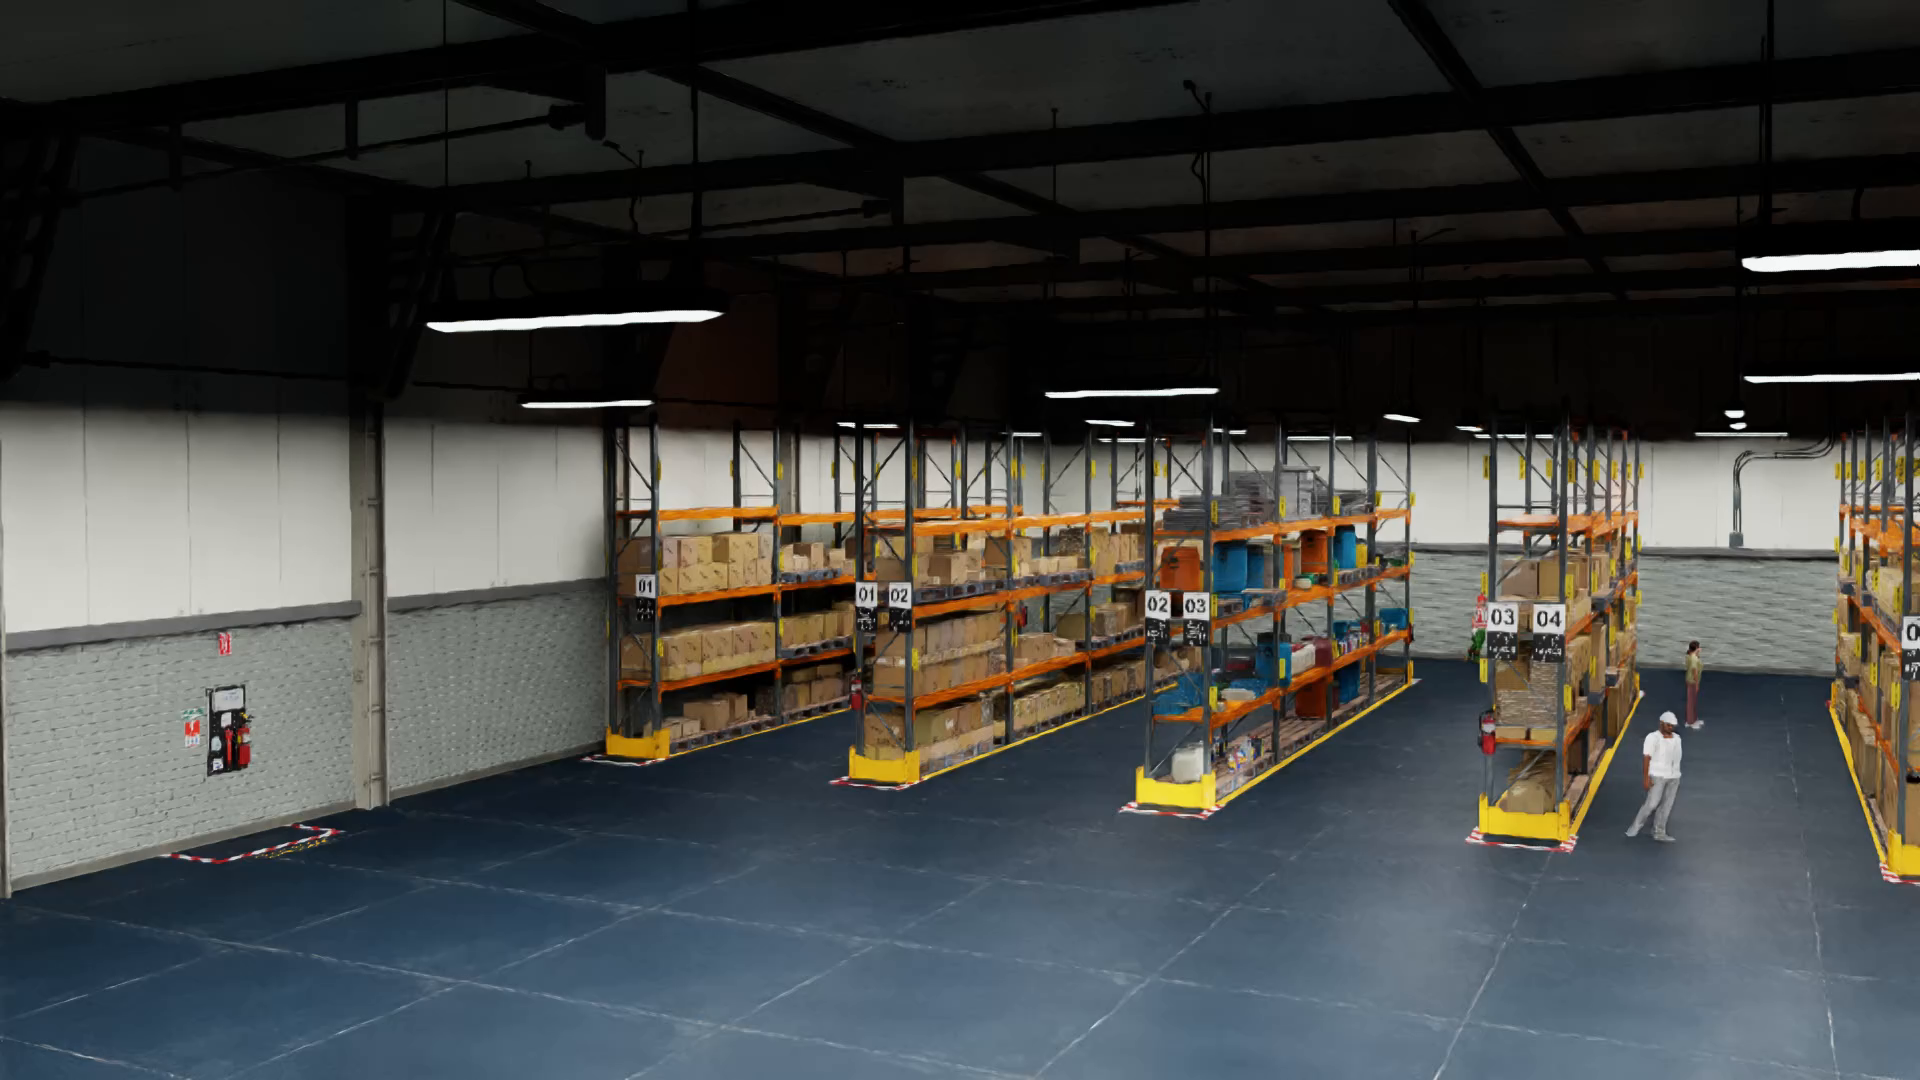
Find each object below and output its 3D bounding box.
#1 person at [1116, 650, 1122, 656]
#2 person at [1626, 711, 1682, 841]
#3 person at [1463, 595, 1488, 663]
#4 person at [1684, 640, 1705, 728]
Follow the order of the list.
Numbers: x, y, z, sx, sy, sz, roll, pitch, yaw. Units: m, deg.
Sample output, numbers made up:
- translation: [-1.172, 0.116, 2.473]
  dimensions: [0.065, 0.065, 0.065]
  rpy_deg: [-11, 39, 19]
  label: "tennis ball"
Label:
- translation: [3.973, 2.379, 42.312]
  dimensions: [0.473, 1.671, 0.551]
  rpy_deg: [1, 3, 28]
  label: "person"
- translation: [9.376, 3.174, 22.390]
  dimensions: [0.711, 1.752, 0.526]
  rpy_deg: [-1, 2, -16]
  label: "person"
- translation: [13.329, 2.296, 42.934]
  dimensions: [0.696, 1.780, 0.460]
  rpy_deg: [-1, 3, -30]
  label: "person"
- translation: [14.296, 2.789, 32.304]
  dimensions: [0.454, 1.679, 0.536]
  rpy_deg: [0, 2, 6]
  label: "person"
